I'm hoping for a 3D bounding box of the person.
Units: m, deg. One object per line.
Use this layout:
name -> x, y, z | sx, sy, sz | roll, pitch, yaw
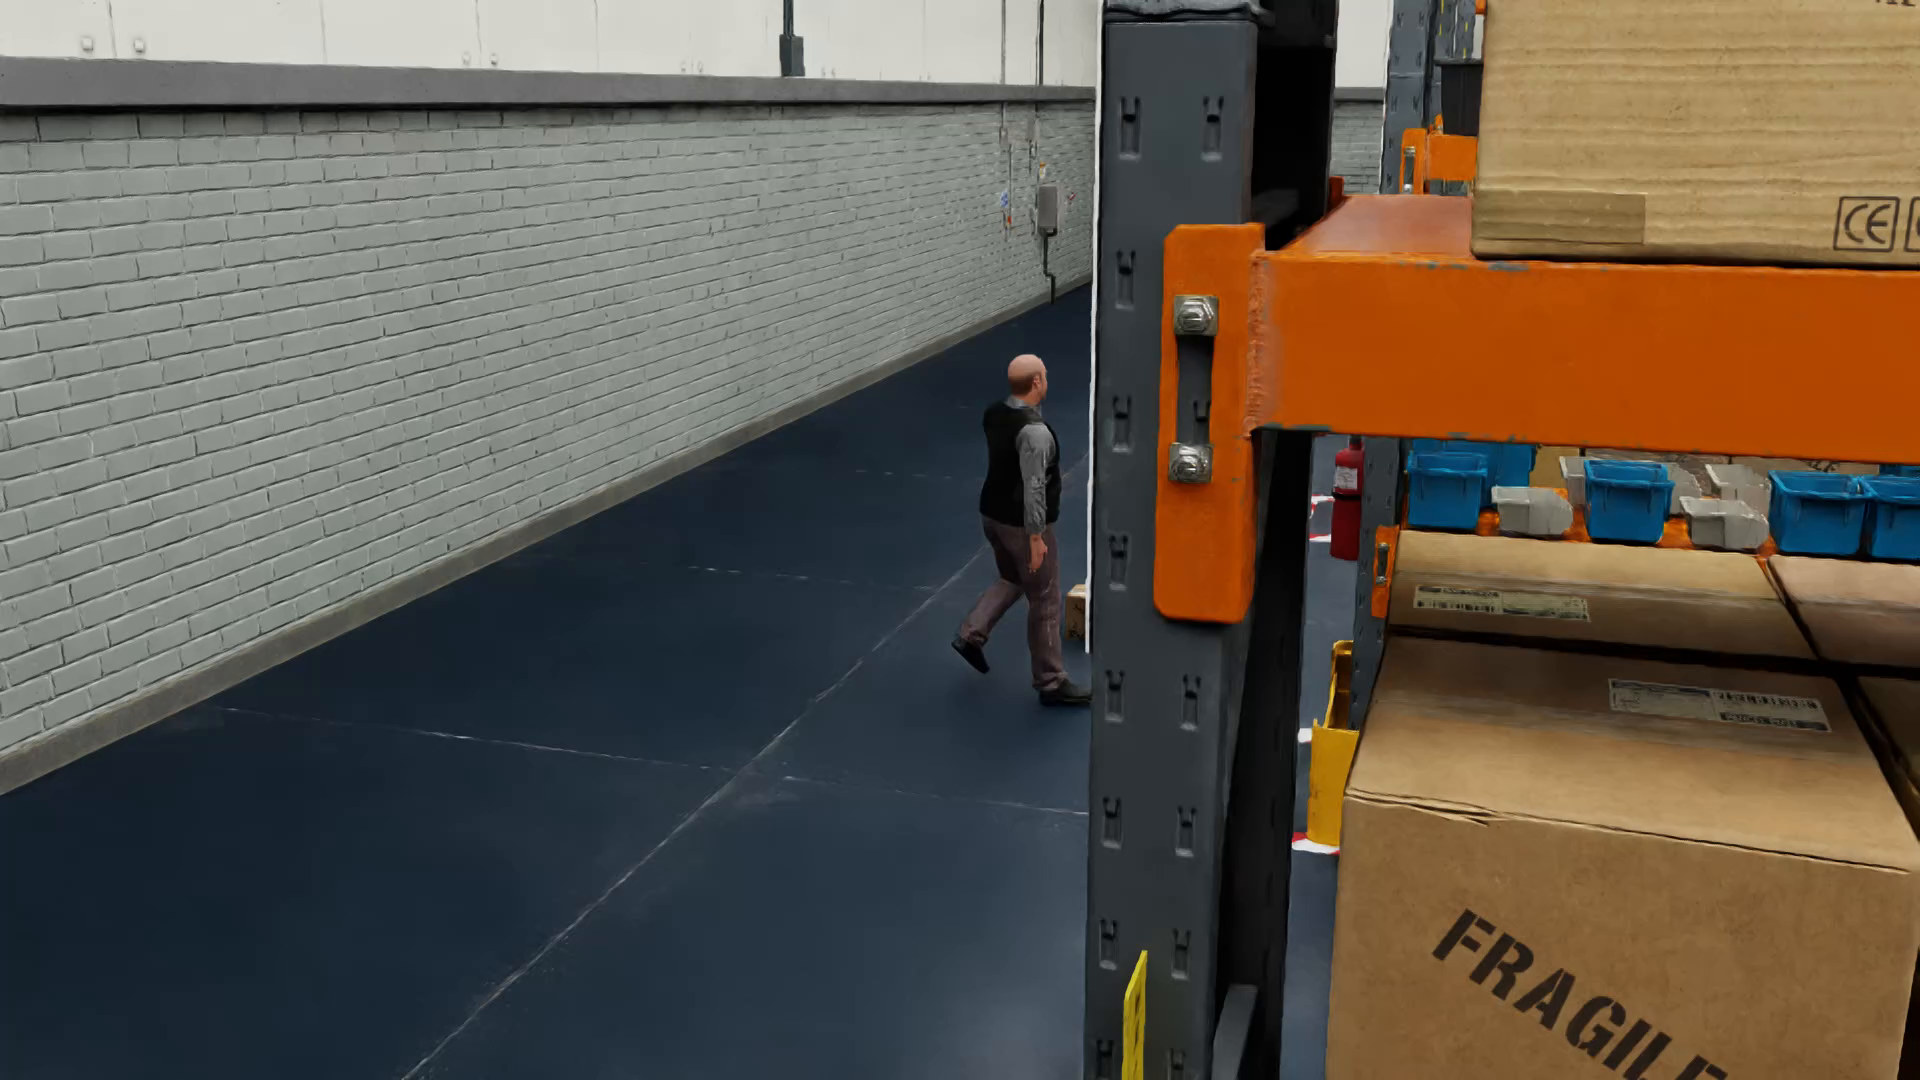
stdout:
person -> 0.295, -0.062, 8.235 | 0.596, 1.715, 0.644 | -8, 17, -27
